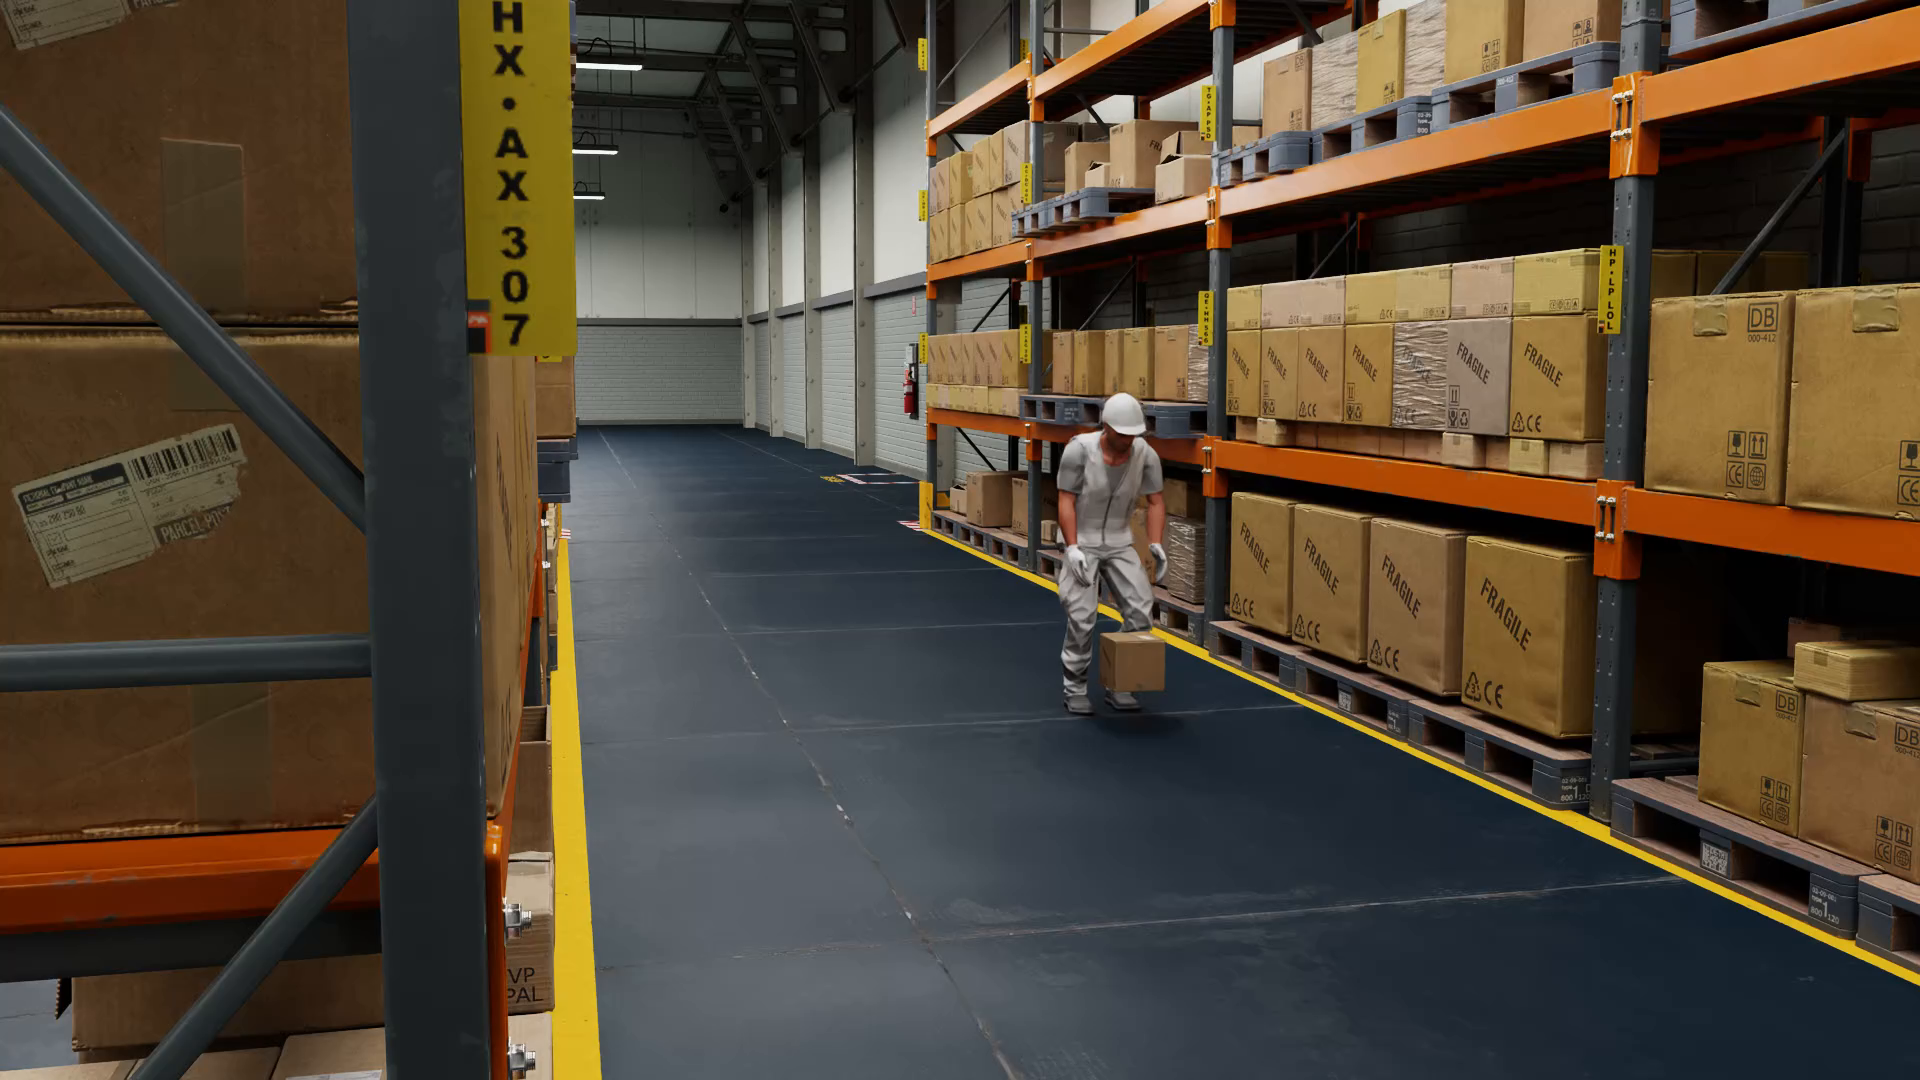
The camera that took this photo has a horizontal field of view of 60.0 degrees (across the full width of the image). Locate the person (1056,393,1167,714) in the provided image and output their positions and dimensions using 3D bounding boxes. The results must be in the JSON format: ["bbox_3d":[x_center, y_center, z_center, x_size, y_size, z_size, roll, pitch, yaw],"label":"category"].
[{"bbox_3d":[0.767,0.064,8.462,0.568,1.627,0.602,-1,6,-13],"label":"person"}]
